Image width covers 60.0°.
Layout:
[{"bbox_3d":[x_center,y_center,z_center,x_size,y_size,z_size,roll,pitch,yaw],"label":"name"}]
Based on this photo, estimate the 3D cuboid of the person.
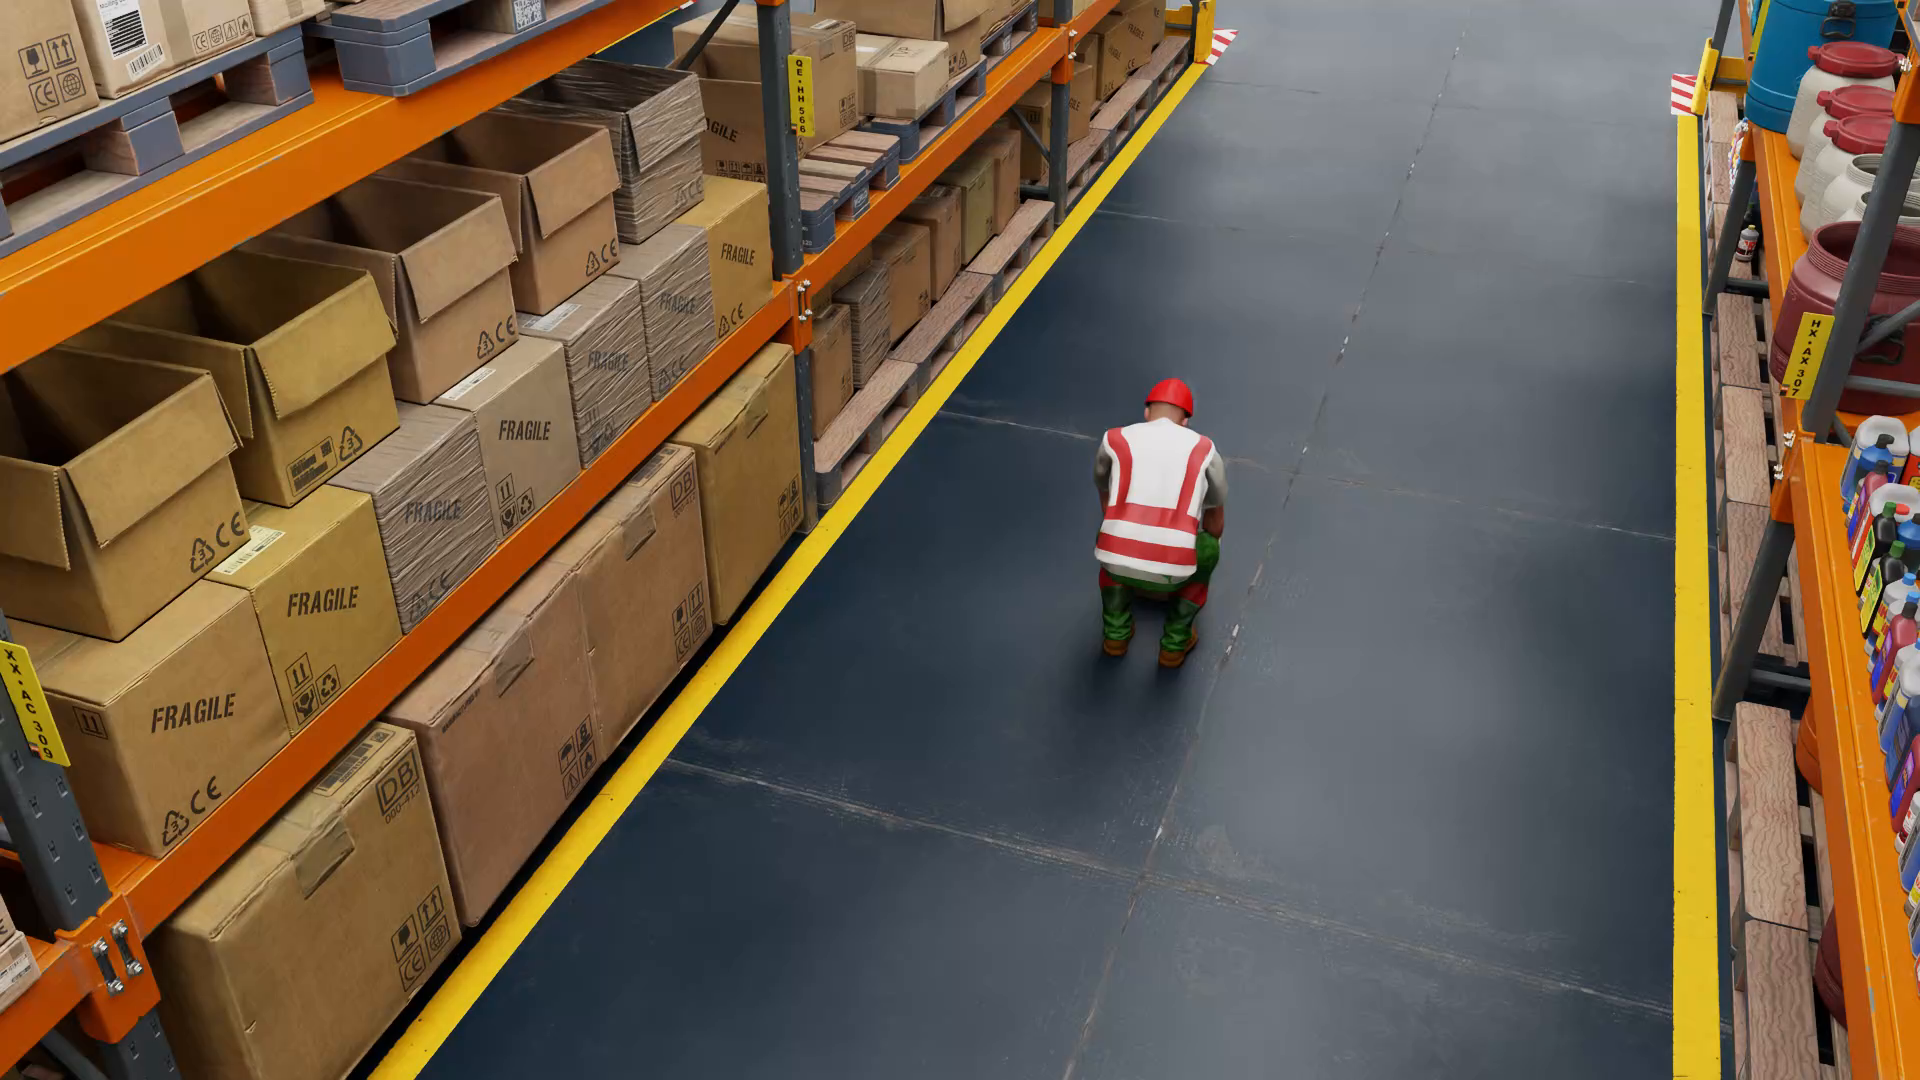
[{"bbox_3d":[0.796,-0.053,6.890,0.579,1.041,0.872,11,35,16],"label":"person"}]
